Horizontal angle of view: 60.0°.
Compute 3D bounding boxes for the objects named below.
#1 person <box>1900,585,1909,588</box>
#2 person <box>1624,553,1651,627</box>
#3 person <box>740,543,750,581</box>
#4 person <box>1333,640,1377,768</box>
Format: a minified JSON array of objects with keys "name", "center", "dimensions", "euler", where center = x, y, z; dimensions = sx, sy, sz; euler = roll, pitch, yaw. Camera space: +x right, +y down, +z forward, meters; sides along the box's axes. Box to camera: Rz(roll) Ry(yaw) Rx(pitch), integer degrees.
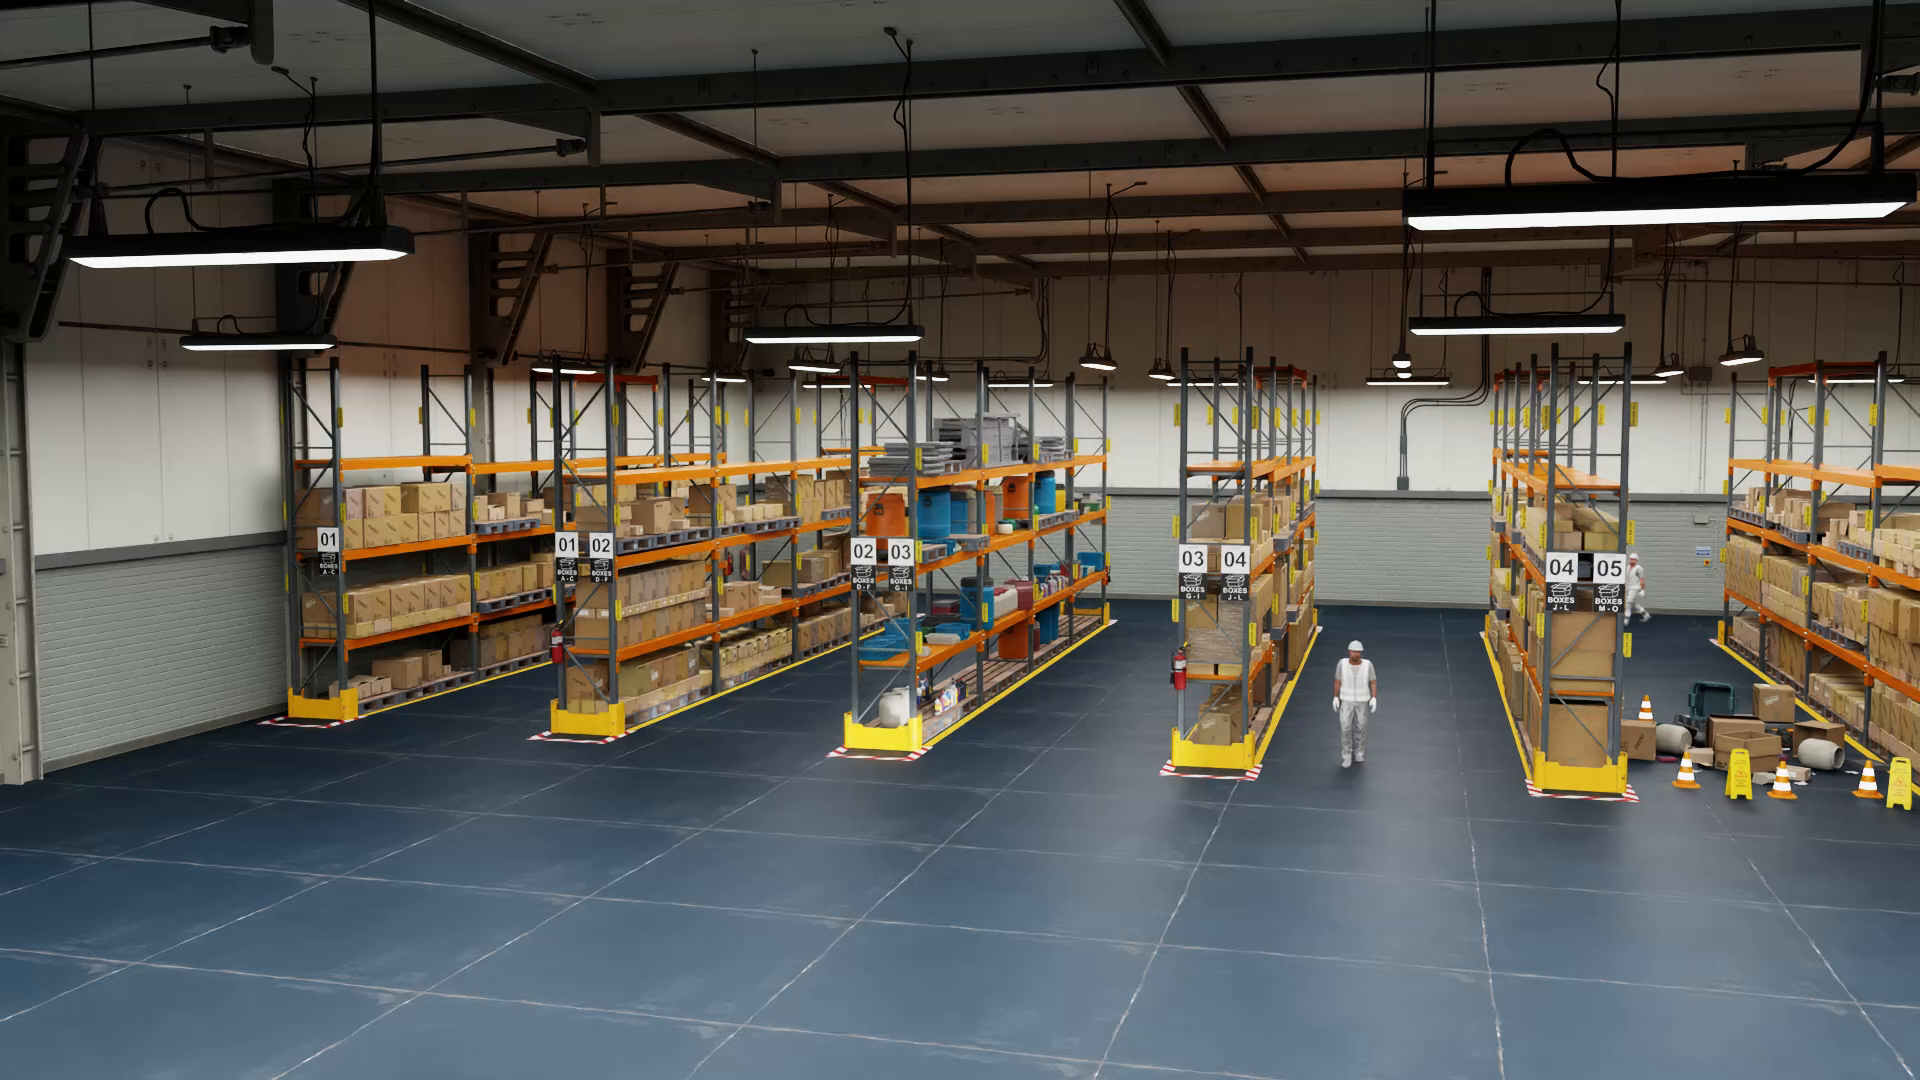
[{"name":"person","center":[22.461,1.267,39.732],"dimensions":[0.437,1.688,0.463],"euler":[0,4,-3]},{"name":"person","center":[16.186,1.194,39.887],"dimensions":[1.012,1.752,0.519],"euler":[-1,4,-11]},{"name":"person","center":[-5.675,0.856,44.108],"dimensions":[0.568,1.777,0.602],"euler":[1,4,13]},{"name":"person","center":[5.708,2.361,24.033],"dimensions":[0.613,1.826,0.564],"euler":[1,4,11]}]
